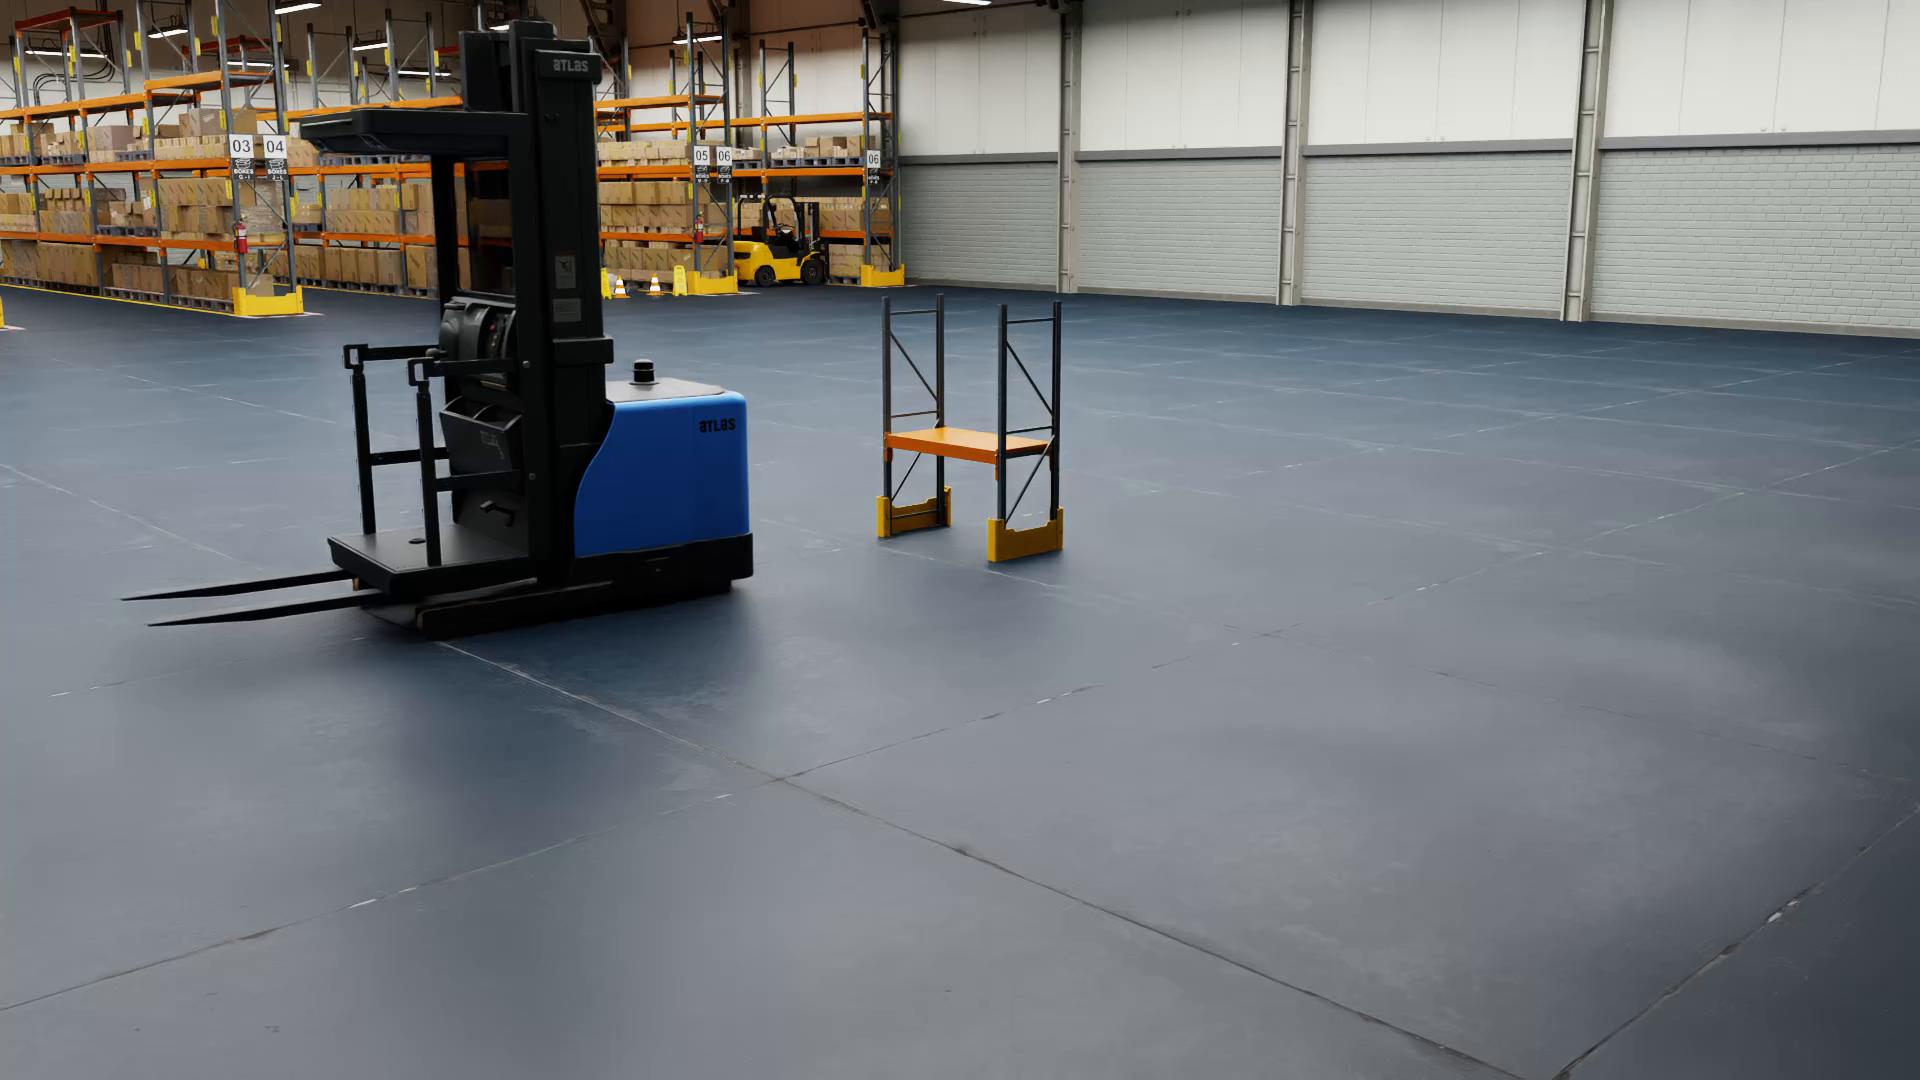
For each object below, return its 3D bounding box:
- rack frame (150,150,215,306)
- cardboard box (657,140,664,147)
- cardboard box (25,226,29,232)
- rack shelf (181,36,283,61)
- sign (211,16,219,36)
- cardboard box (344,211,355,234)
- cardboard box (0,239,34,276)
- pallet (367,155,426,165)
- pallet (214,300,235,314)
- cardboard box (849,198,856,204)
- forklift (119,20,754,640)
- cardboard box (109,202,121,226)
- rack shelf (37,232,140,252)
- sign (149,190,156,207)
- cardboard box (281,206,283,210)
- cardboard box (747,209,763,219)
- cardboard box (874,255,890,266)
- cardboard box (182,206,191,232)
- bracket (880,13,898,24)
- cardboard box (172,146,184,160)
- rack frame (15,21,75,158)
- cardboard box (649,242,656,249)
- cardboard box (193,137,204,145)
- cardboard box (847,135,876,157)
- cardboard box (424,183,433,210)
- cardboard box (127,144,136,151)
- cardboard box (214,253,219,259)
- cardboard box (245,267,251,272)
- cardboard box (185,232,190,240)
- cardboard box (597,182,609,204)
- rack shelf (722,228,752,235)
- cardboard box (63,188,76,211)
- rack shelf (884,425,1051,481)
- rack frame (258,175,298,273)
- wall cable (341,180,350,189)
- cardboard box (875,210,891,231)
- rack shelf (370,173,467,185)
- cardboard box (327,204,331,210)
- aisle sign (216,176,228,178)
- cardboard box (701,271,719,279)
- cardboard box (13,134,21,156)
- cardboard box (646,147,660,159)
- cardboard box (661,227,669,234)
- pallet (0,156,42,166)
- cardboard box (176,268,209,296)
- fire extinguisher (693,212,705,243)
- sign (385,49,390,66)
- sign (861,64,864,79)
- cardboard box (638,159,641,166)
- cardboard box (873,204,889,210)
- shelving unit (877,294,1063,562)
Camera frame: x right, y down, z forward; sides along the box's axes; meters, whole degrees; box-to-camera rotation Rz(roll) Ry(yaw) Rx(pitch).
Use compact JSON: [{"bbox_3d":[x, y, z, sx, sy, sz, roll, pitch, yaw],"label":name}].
[{"bbox_3d":[-15.414,-6.199,33.067,1.000,3.000,0.127,-11,16,-43],"label":"rack frame"},{"bbox_3d":[-6.573,-8.900,37.388,0.380,0.149,0.250,-11,16,-43],"label":"cardboard box"},{"bbox_3d":[-21.741,-7.318,39.118,0.380,0.149,0.250,-11,16,-44],"label":"cardboard box"},{"bbox_3d":[-18.663,-12.549,42.566,1.077,0.370,4.000,-11,16,-43],"label":"rack shelf"},{"bbox_3d":[-13.067,-9.014,29.157,0.100,0.325,0.005,-11,16,-43],"label":"sign"},{"bbox_3d":[-13.703,-7.258,37.957,0.500,0.500,0.500,-11,16,-43],"label":"cardboard box"},{"bbox_3d":[-23.201,-7.033,41.340,0.875,0.875,0.875,-11,16,-43],"label":"cardboard box"},{"bbox_3d":[-12.426,-8.378,36.683,1.217,0.209,0.805,11,16,43],"label":"pallet"},{"bbox_3d":[-13.240,-4.384,31.168,1.003,0.211,1.213,-11,16,-43],"label":"pallet"},{"bbox_3d":[-2.489,-8.255,40.456,0.380,0.149,0.250,-11,16,-42],"label":"cardboard box"},{"bbox_3d":[-2.620,-1.072,8.350,3.031,2.935,1.130,-9,14,-36],"label":"forklift"},{"bbox_3d":[-17.775,-6.964,35.493,0.500,0.500,0.500,9,15,38],"label":"cardboard box"},{"bbox_3d":[-19.558,-6.722,37.390,1.077,0.370,4.000,-11,16,-43],"label":"rack shelf"},{"bbox_3d":[-15.813,-6.688,32.572,0.100,0.325,0.005,-11,16,-43],"label":"sign"},{"bbox_3d":[-16.260,-8.068,40.246,0.380,0.149,0.250,-10,15,-41],"label":"cardboard box"},{"bbox_3d":[-5.183,-8.480,43.269,0.500,0.250,0.500,-11,16,-44],"label":"cardboard box"},{"bbox_3d":[-2.071,-6.890,40.955,0.500,0.250,0.500,-11,16,-42],"label":"cardboard box"},{"bbox_3d":[-14.410,-6.183,32.002,0.875,0.500,0.500,-11,16,-43],"label":"cardboard box"},{"bbox_3d":[-1.696,-12.507,39.897,0.235,0.232,0.430,-11,16,-43],"label":"bracket"},{"bbox_3d":[-14.584,-7.343,31.557,0.500,0.250,0.500,11,16,43],"label":"cardboard box"},{"bbox_3d":[-20.939,-10.305,38.129,1.000,3.000,0.127,-11,16,-43],"label":"rack frame"},{"bbox_3d":[-6.880,-6.741,38.004,0.380,0.149,0.250,-10,15,-40],"label":"cardboard box"},{"bbox_3d":[-13.962,-7.394,30.818,0.250,0.149,0.380,11,16,42],"label":"cardboard box"},{"bbox_3d":[-2.379,-9.492,40.080,0.500,0.500,0.500,-10,15,-41],"label":"cardboard box"},{"bbox_3d":[-10.790,-7.257,35.155,0.875,0.550,0.550,-11,16,-43],"label":"cardboard box"},{"bbox_3d":[-16.781,-8.019,34.006,0.250,0.166,0.380,11,16,44],"label":"cardboard box"},{"bbox_3d":[-19.569,-7.526,44.056,0.380,0.149,0.250,-11,16,-43],"label":"cardboard box"},{"bbox_3d":[-18.147,-6.941,42.694,0.250,0.149,0.380,11,16,43],"label":"cardboard box"},{"bbox_3d":[-14.602,-5.824,31.868,0.380,0.149,0.250,-11,16,-43],"label":"cardboard box"},{"bbox_3d":[-8.100,-8.170,39.171,0.700,0.500,0.500,-11,16,-43],"label":"cardboard box"},{"bbox_3d":[-6.040,-8.212,44.619,1.077,0.370,4.000,-11,16,-43],"label":"rack shelf"},{"bbox_3d":[-19.586,-7.625,37.252,0.797,0.503,0.637,-10,15,-41],"label":"cardboard box"},{"bbox_3d":[0.059,-0.546,10.236,0.538,0.185,1.000,-11,16,-43],"label":"rack shelf"},{"bbox_3d":[-17.282,-8.043,42.017,1.000,3.000,0.127,-11,16,-43],"label":"rack frame"},{"bbox_3d":[-19.427,-10.848,53.114,0.588,1.984,0.122,-11,16,-43],"label":"wall cable"},{"bbox_3d":[-2.038,-7.849,40.825,0.500,0.500,0.500,-10,15,-41],"label":"cardboard box"},{"bbox_3d":[-15.152,-10.156,46.624,1.077,0.370,4.000,-11,16,-43],"label":"rack shelf"},{"bbox_3d":[-14.886,-7.967,39.754,0.250,0.149,0.380,11,16,44],"label":"cardboard box"},{"bbox_3d":[-19.877,-9.953,44.843,0.394,0.787,0.004,-11,16,-43],"label":"aisle sign"},{"bbox_3d":[-5.841,-6.012,37.930,0.500,0.250,0.500,-11,16,-43],"label":"cardboard box"},{"bbox_3d":[-21.891,-9.324,39.267,0.700,0.500,0.500,-10,15,-40],"label":"cardboard box"},{"bbox_3d":[-6.741,-8.723,37.520,0.500,0.250,0.500,-10,16,-41],"label":"cardboard box"},{"bbox_3d":[-6.514,-6.993,37.544,0.380,0.149,0.250,-11,16,-42],"label":"cardboard box"},{"bbox_3d":[-22.334,-9.091,39.891,1.003,0.211,1.213,-11,16,-43],"label":"pallet"},{"bbox_3d":[-15.167,-5.117,32.966,0.500,0.500,0.500,11,16,43],"label":"cardboard box"},{"bbox_3d":[-5.739,-6.878,36.551,0.296,0.674,0.183,-11,16,-43],"label":"fire extinguisher"},{"bbox_3d":[-12.141,-10.233,35.267,0.100,0.325,0.005,-11,16,-43],"label":"sign"},{"bbox_3d":[-2.299,-11.050,39.232,0.100,0.325,0.005,-11,16,-43],"label":"sign"},{"bbox_3d":[-7.143,-8.621,38.011,0.380,0.149,0.250,-11,16,-42],"label":"cardboard box"},{"bbox_3d":[-1.943,-8.141,40.637,0.250,0.149,0.380,11,16,44],"label":"cardboard box"},{"bbox_3d":[0.053,-0.723,10.206,0.587,1.500,1.083,-11,16,-43],"label":"shelving unit"}]
